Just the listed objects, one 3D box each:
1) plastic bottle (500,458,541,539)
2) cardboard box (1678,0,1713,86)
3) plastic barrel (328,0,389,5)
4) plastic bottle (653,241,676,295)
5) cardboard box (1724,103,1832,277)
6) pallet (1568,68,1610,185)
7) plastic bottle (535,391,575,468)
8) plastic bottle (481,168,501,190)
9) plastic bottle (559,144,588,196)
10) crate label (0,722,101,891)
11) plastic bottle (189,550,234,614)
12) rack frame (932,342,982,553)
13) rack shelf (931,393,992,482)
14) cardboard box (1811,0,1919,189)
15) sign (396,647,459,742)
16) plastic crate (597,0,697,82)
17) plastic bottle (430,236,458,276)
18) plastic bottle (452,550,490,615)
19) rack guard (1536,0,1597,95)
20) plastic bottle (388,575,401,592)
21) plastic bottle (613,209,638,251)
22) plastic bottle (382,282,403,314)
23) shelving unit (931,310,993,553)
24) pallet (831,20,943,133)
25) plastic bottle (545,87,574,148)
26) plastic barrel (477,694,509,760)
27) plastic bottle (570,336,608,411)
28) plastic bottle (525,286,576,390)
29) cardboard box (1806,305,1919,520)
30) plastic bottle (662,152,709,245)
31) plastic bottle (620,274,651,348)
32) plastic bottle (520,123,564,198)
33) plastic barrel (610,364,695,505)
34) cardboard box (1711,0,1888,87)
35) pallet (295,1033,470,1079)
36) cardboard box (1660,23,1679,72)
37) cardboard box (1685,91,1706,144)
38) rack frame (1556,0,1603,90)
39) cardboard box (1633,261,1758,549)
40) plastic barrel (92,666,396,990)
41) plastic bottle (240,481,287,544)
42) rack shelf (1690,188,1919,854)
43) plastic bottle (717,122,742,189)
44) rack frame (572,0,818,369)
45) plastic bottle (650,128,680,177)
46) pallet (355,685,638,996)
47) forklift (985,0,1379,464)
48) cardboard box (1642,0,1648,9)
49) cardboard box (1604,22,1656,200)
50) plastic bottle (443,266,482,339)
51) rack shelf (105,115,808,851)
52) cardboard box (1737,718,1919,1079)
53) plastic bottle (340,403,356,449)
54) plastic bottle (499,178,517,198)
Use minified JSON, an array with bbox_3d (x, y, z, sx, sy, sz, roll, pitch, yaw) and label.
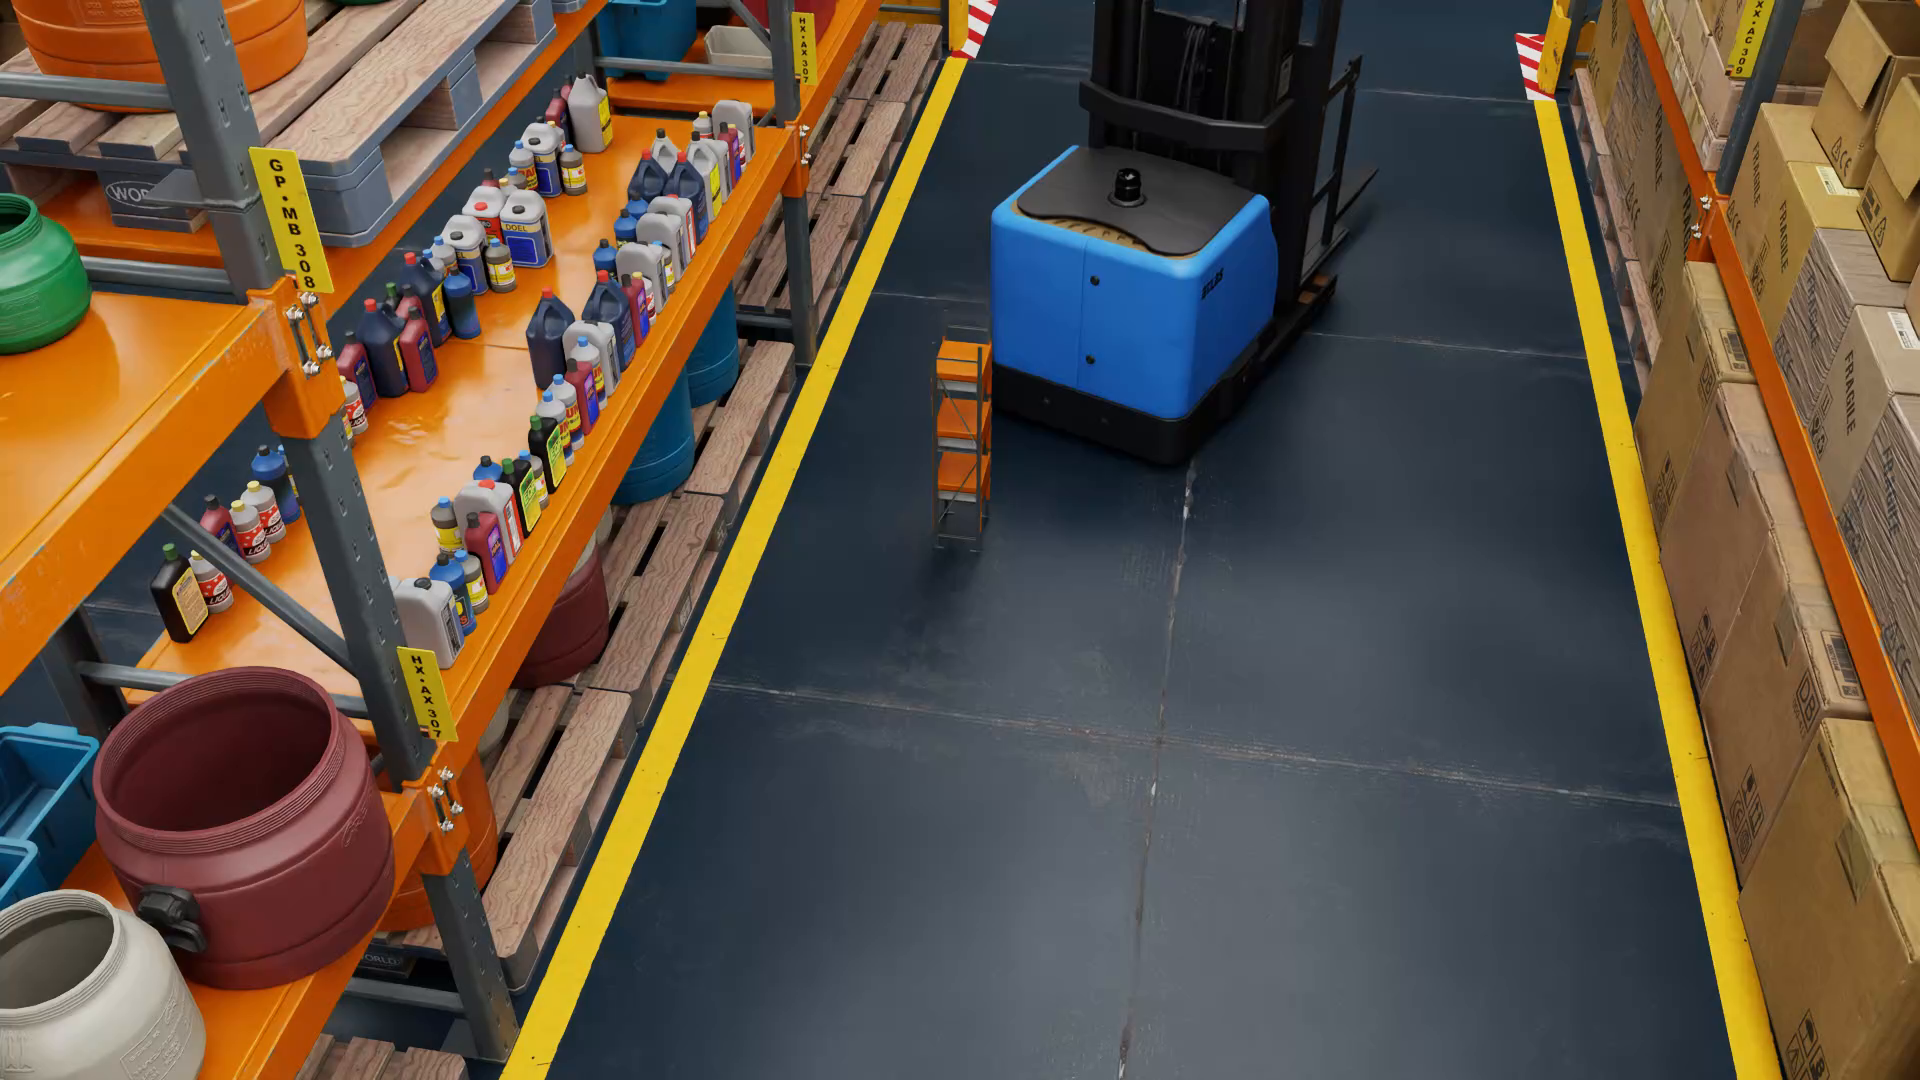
[{"bbox_3d":[-1.372,-0.153,5.173,0.061,0.283,0.133,6,40,8],"label":"plastic bottle"},{"bbox_3d":[3.562,-2.245,7.496,0.500,0.250,0.500,8,40,9],"label":"cardboard box"},{"bbox_3d":[-1.503,-1.491,4.137,0.294,0.245,0.294,0,40,0],"label":"plastic barrel"},{"bbox_3d":[-1.138,-1.038,6.307,0.097,0.201,0.097,0,40,0],"label":"plastic bottle"},{"bbox_3d":[3.332,-1.334,6.432,0.500,0.500,0.500,7,40,8],"label":"cardboard box"},{"bbox_3d":[4.288,-2.482,10.087,1.003,0.211,1.213,6,40,8],"label":"pallet"},{"bbox_3d":[-1.330,-0.368,5.442,0.097,0.271,0.097,0,40,0],"label":"plastic bottle"},{"bbox_3d":[-1.858,-1.318,6.581,0.061,0.283,0.133,6,40,8],"label":"plastic bottle"},{"bbox_3d":[-1.613,-1.546,6.922,0.097,0.201,0.097,0,40,0],"label":"plastic bottle"},{"bbox_3d":[-2.355,0.695,4.187,0.303,0.233,0.416,6,40,8],"label":"crate label"},{"bbox_3d":[-2.225,0.112,4.916,0.097,0.201,0.097,0,40,0],"label":"plastic bottle"},{"bbox_3d":[-0.012,-0.362,6.863,0.200,1.050,0.008,6,40,8],"label":"rack frame"},{"bbox_3d":[0.009,-0.430,6.963,0.215,0.259,0.240,6,40,8],"label":"rack shelf"},{"bbox_3d":[3.555,-1.580,5.942,0.797,0.503,0.637,5,40,7],"label":"cardboard box"},{"bbox_3d":[-1.370,0.400,4.283,0.100,0.325,0.005,6,40,8],"label":"sign"},{"bbox_3d":[-1.476,-2.451,7.826,0.392,0.384,0.575,6,40,8],"label":"plastic crate"},{"bbox_3d":[-1.924,-1.009,6.217,0.097,0.271,0.097,0,40,0],"label":"plastic bottle"},{"bbox_3d":[-1.456,0.117,4.910,0.097,0.201,0.097,0,40,0],"label":"plastic bottle"},{"bbox_3d":[4.354,-3.119,10.630,1.175,0.500,0.348,6,40,8],"label":"rack guard"},{"bbox_3d":[-1.670,0.202,4.749,0.152,0.276,0.135,6,40,8],"label":"plastic bottle"},{"bbox_3d":[-1.271,-1.142,6.379,0.097,0.271,0.097,0,40,0],"label":"plastic bottle"},{"bbox_3d":[-2.010,-0.766,5.914,0.061,0.283,0.133,6,40,8],"label":"plastic bottle"},{"bbox_3d":[0.009,-0.438,6.956,0.215,1.050,0.252,6,40,8],"label":"shelving unit"},{"bbox_3d":[-0.710,-3.026,10.744,1.003,0.211,1.213,6,40,8],"label":"pallet"},{"bbox_3d":[-1.728,-1.791,7.154,0.061,0.283,0.133,6,40,8],"label":"plastic bottle"},{"bbox_3d":[-1.836,0.531,5.877,0.421,0.512,0.421,0,40,0],"label":"plastic barrel"},{"bbox_3d":[-1.273,-0.574,5.691,0.097,0.271,0.097,0,40,0],"label":"plastic bottle"},{"bbox_3d":[-1.421,-0.712,5.796,0.144,0.351,0.185,6,40,8],"label":"plastic bottle"},{"bbox_3d":[3.074,-0.380,5.277,0.500,0.500,0.500,7,40,9],"label":"cardboard box"},{"bbox_3d":[-1.090,-1.355,6.574,0.144,0.351,0.185,6,40,8],"label":"plastic bottle"},{"bbox_3d":[-1.180,-0.849,6.015,0.061,0.283,0.133,6,40,8],"label":"plastic bottle"},{"bbox_3d":[-1.740,-1.577,6.901,0.152,0.276,0.135,6,40,8],"label":"plastic bottle"},{"bbox_3d":[-1.454,-0.672,7.026,0.600,0.901,0.708,6,40,8],"label":"plastic barrel"},{"bbox_3d":[3.474,-2.221,6.878,0.500,0.500,0.500,7,40,9],"label":"cardboard box"},{"bbox_3d":[-2.085,1.964,4.709,1.003,0.211,1.213,6,40,8],"label":"pallet"},{"bbox_3d":[3.565,-2.334,7.916,0.380,0.149,0.250,7,40,9],"label":"cardboard box"},{"bbox_3d":[3.432,-1.850,7.330,0.380,0.149,0.250,7,40,9],"label":"cardboard box"},{"bbox_3d":[4.350,-4.067,9.816,1.000,3.000,0.127,6,40,8],"label":"rack frame"},{"bbox_3d":[3.566,-0.496,6.834,1.225,0.875,0.875,7,40,8],"label":"cardboard box"},{"bbox_3d":[-1.695,0.679,3.968,0.600,0.536,0.708,6,40,8],"label":"plastic barrel"},{"bbox_3d":[-2.169,-0.094,5.165,0.097,0.201,0.097,0,40,0],"label":"plastic bottle"},{"bbox_3d":[3.311,-0.025,5.490,1.077,0.370,4.000,6,40,8],"label":"rack shelf"},{"bbox_3d":[-0.966,-1.625,6.953,0.061,0.283,0.133,6,40,8],"label":"plastic bottle"},{"bbox_3d":[-1.221,-2.103,7.440,1.000,3.000,0.127,6,40,8],"label":"rack frame"},{"bbox_3d":[-1.200,-1.487,6.733,0.144,0.351,0.185,6,40,8],"label":"plastic bottle"},{"bbox_3d":[-1.818,0.982,5.896,1.003,0.211,1.213,6,40,8],"label":"pallet"},{"bbox_3d":[1.318,-2.392,7.843,1.130,2.935,3.031,21,44,24],"label":"forklift"},{"bbox_3d":[3.698,-2.819,8.502,0.380,0.149,0.250,5,40,7],"label":"cardboard box"},{"bbox_3d":[4.160,-2.429,9.172,0.875,0.875,0.875,6,40,8],"label":"cardboard box"},{"bbox_3d":[-1.815,-0.871,6.050,0.097,0.271,0.097,0,40,0],"label":"plastic bottle"},{"bbox_3d":[-1.567,-0.571,6.151,1.077,0.370,4.000,6,40,8],"label":"rack shelf"},{"bbox_3d":[3.105,1.179,4.807,1.225,0.875,0.875,5,40,6],"label":"cardboard box"},{"bbox_3d":[-2.084,-0.399,5.534,0.097,0.201,0.097,0,40,0],"label":"plastic bottle"},{"bbox_3d":[-1.820,-1.357,6.693,0.097,0.201,0.097,0,40,0],"label":"plastic bottle"}]
